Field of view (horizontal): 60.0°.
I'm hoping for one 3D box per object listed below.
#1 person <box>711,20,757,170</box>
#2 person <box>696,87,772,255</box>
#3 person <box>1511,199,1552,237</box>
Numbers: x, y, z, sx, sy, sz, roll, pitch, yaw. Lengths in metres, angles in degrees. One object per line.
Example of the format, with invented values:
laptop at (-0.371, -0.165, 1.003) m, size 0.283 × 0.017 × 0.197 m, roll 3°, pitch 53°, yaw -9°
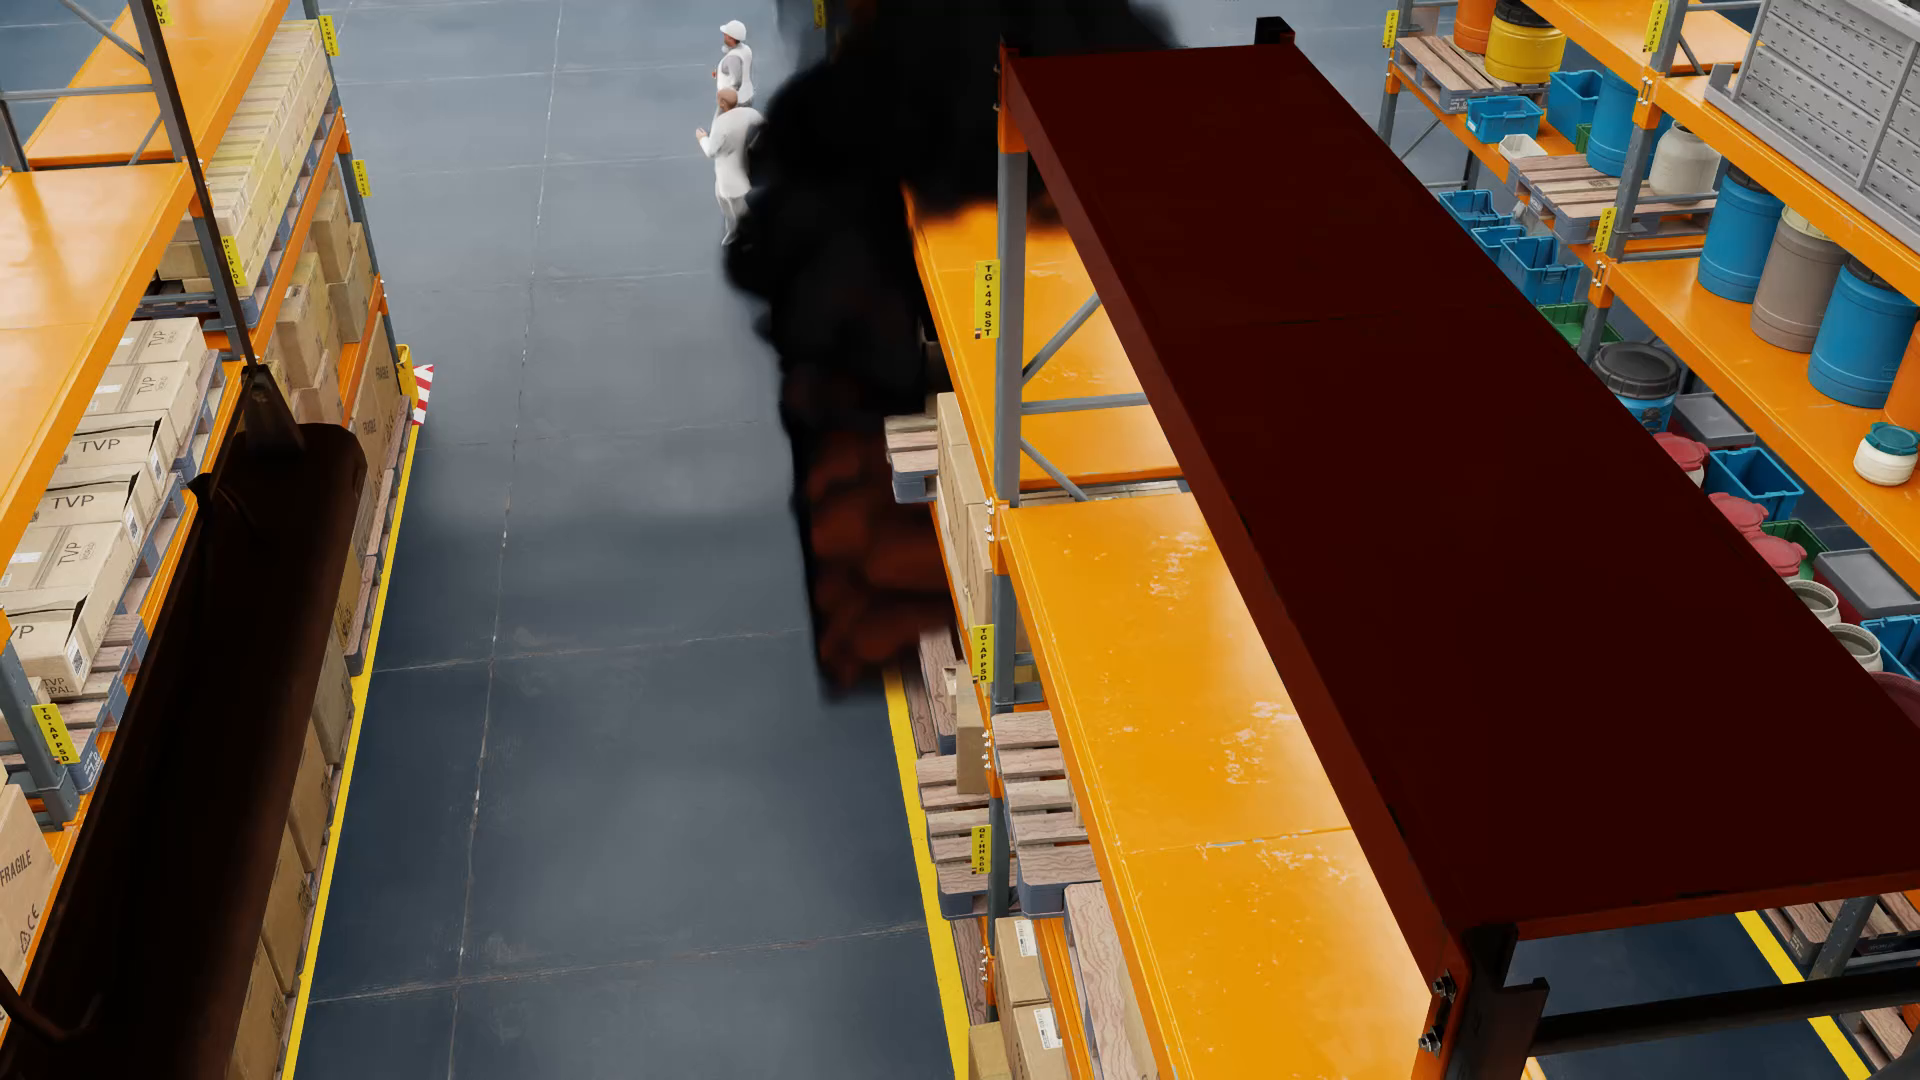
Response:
person at (-2.592, -5.025, 18.823) m, size 0.583 × 1.725 × 0.651 m, roll 10°, pitch 38°, yaw 14°
person at (-2.317, -3.770, 17.096) m, size 0.835 × 1.844 × 0.671 m, roll 15°, pitch 39°, yaw 19°
person at (5.548, -2.927, 16.104) m, size 0.539 × 1.620 × 0.685 m, roll -11°, pitch 38°, yaw -15°
